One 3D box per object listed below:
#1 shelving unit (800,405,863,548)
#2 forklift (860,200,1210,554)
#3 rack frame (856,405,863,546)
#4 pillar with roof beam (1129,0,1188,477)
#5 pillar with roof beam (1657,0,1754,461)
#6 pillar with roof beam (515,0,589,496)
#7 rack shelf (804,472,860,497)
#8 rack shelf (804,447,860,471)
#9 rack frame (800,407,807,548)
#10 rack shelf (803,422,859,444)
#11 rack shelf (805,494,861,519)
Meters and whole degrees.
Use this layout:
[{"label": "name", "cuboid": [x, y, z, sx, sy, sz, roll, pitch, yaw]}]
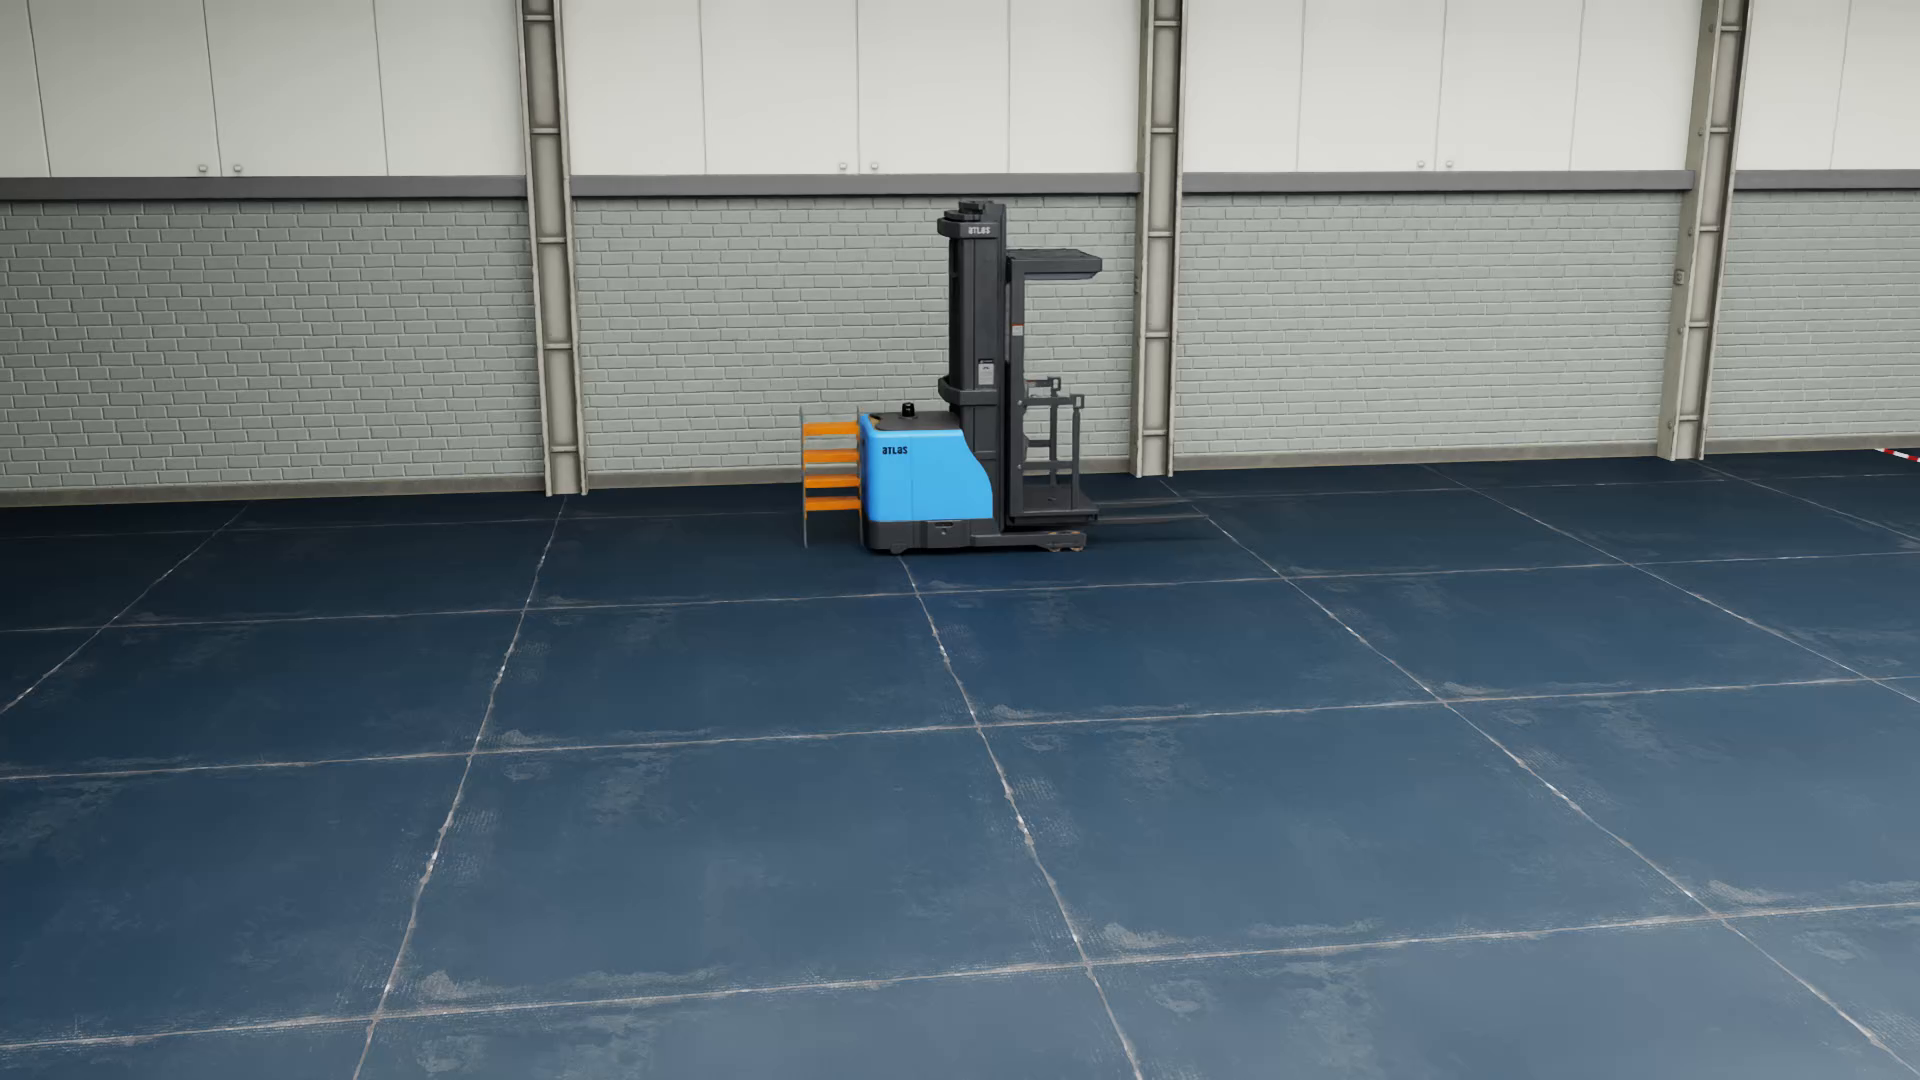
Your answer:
[{"label": "shelving unit", "cuboid": [-1.116, -0.550, 14.440, 0.503, 1.200, 0.258, -2, 14, -7]}, {"label": "forklift", "cuboid": [0.657, -1.447, 14.466, 3.031, 2.935, 1.130, -2, 14, -8]}, {"label": "rack frame", "cuboid": [-0.875, -0.559, 14.470, 0.015, 1.200, 0.240, -2, 14, -7]}, {"label": "pillar with roof beam", "cuboid": [2.650, -4.024, 12.269, 0.400, 9.000, 9.100, -2, 14, -8]}, {"label": "pillar with roof beam", "cuboid": [8.583, -4.242, 13.136, 0.400, 9.000, 9.100, -2, 14, -8]}, {"label": "pillar with roof beam", "cuboid": [-3.283, -3.807, 11.402, 0.400, 9.000, 9.100, -2, 14, -8]}, {"label": "rack shelf", "cuboid": [-1.116, -0.485, 14.456, 0.480, 0.148, 0.258, -2, 14, -7]}, {"label": "rack shelf", "cuboid": [-1.118, -0.701, 14.401, 0.480, 0.148, 0.258, -2, 14, -7]}, {"label": "rack frame", "cuboid": [-1.358, -0.540, 14.409, 0.015, 1.200, 0.240, -2, 14, -7]}, {"label": "rack shelf", "cuboid": [-1.119, -0.931, 14.344, 0.480, 0.148, 0.258, -2, 14, -7]}, {"label": "rack shelf", "cuboid": [-1.114, -0.292, 14.505, 0.480, 0.148, 0.258, -2, 14, -7]}]
